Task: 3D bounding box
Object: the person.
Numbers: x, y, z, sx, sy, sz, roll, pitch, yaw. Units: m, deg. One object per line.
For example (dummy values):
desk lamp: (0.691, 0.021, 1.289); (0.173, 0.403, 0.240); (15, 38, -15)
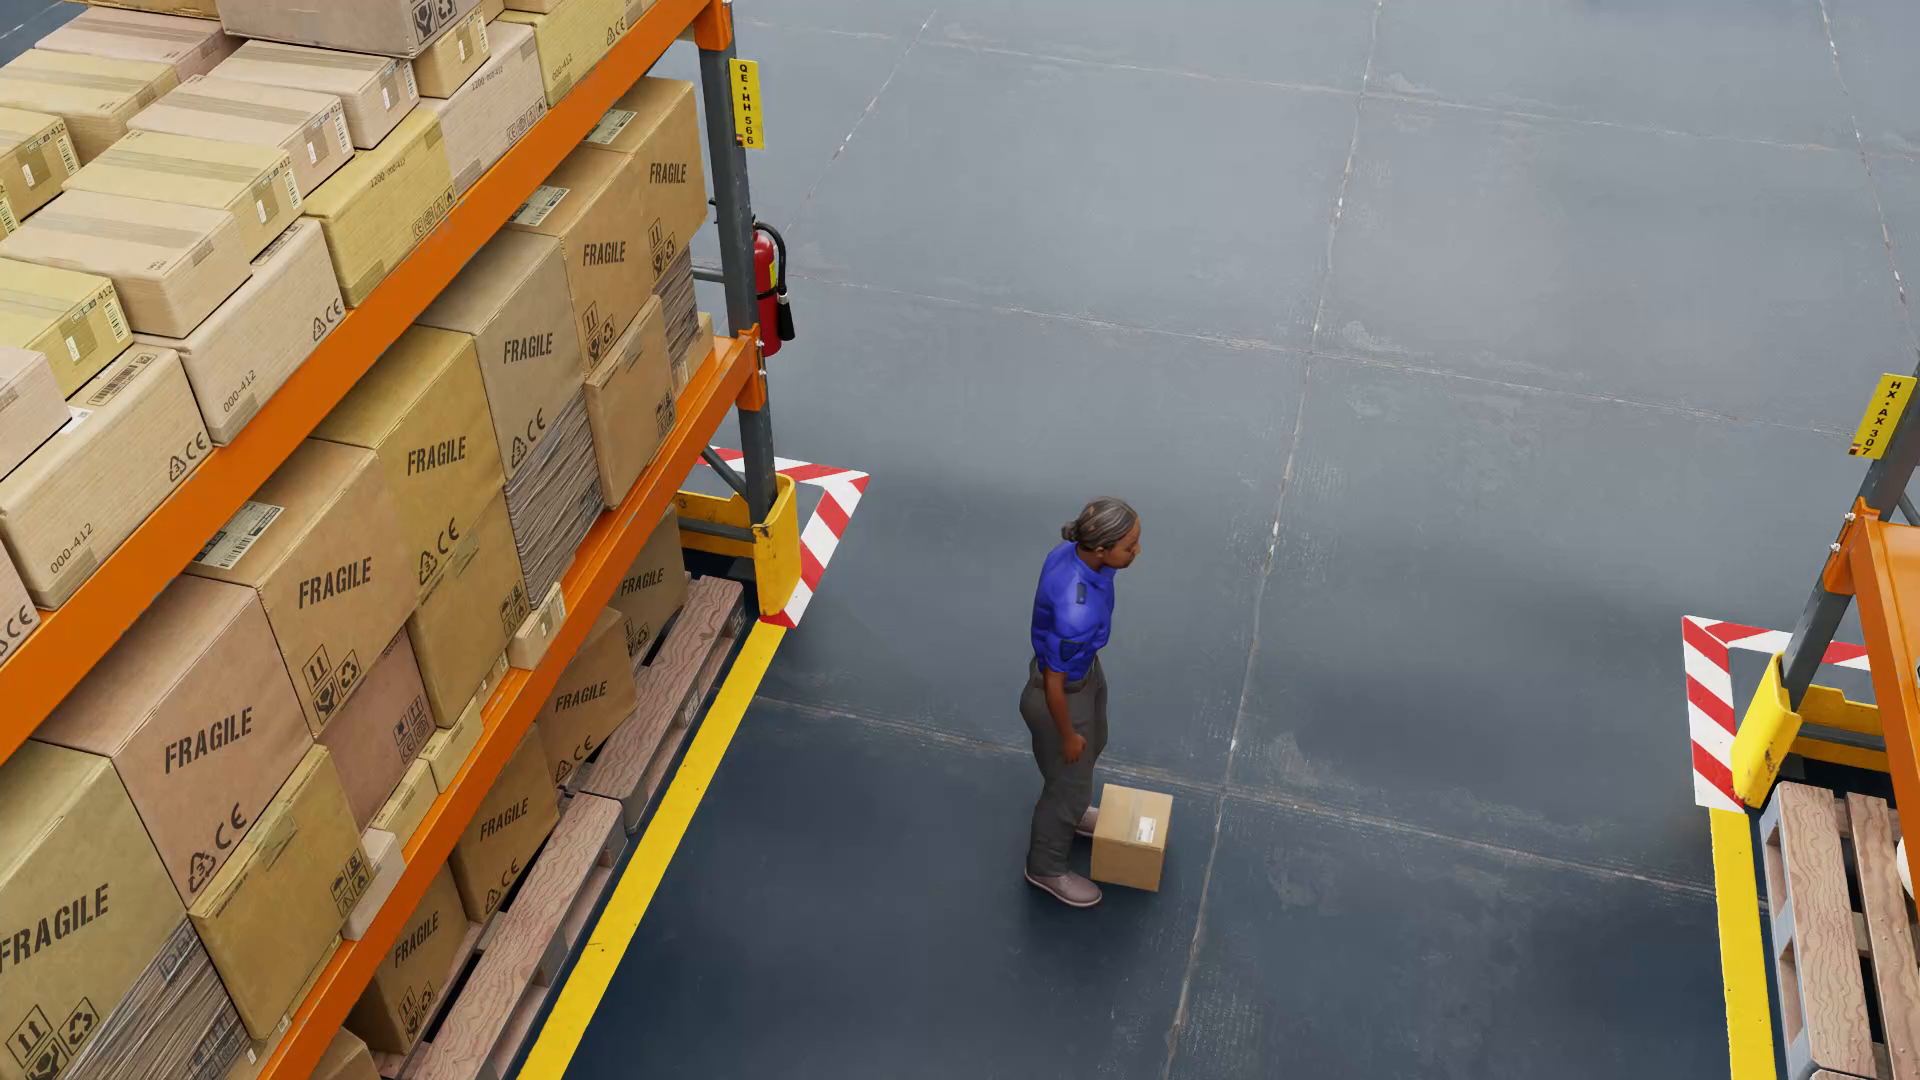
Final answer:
person: (0.385, 0.515, 5.577); (0.348, 1.653, 0.512); (8, 42, 10)
